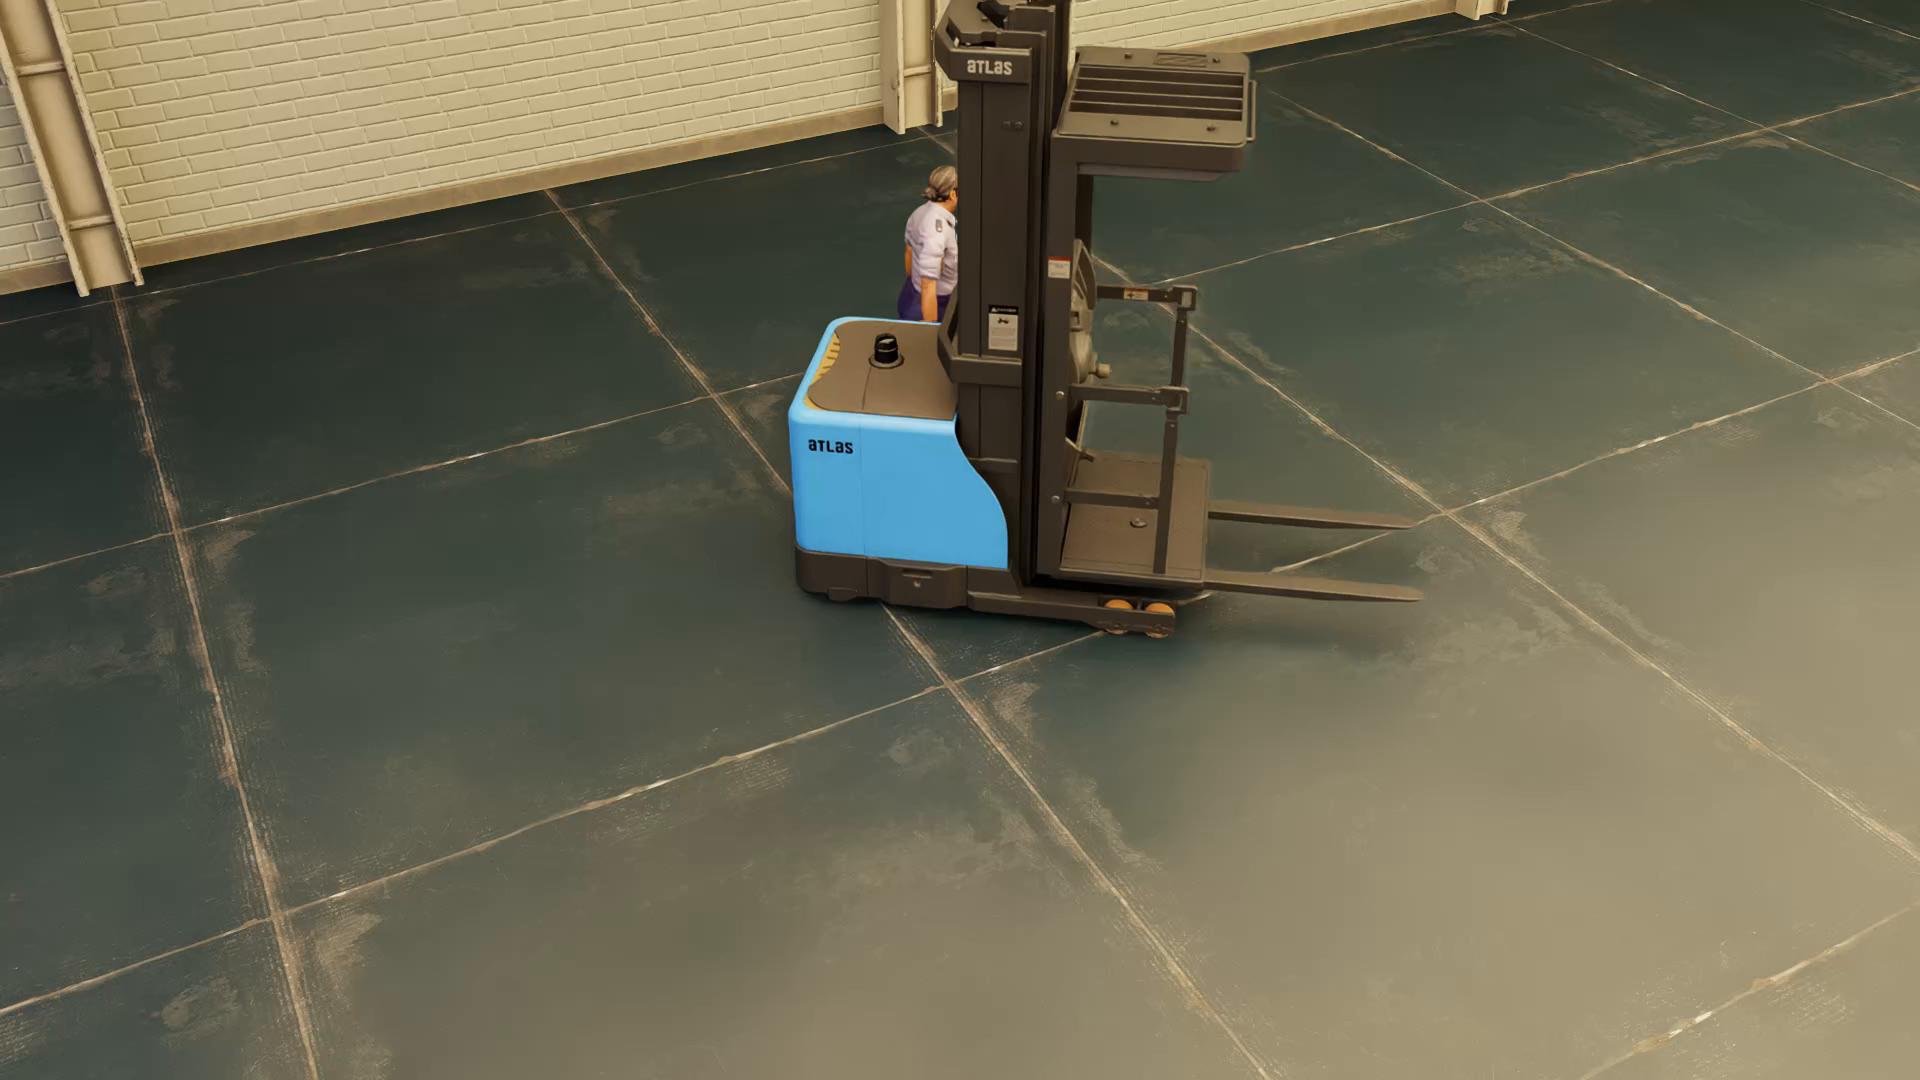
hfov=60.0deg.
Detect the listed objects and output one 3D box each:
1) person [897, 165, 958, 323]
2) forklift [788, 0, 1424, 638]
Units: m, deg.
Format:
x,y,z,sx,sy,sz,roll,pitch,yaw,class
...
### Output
x,y,z,sx,sy,sz,roll,pitch,yaw,class
-0.161,-1.265,9.062,0.379,1.623,0.811,-7,36,-10,person
0.750,-1.057,7.618,3.031,2.935,1.130,5,36,7,forklift
